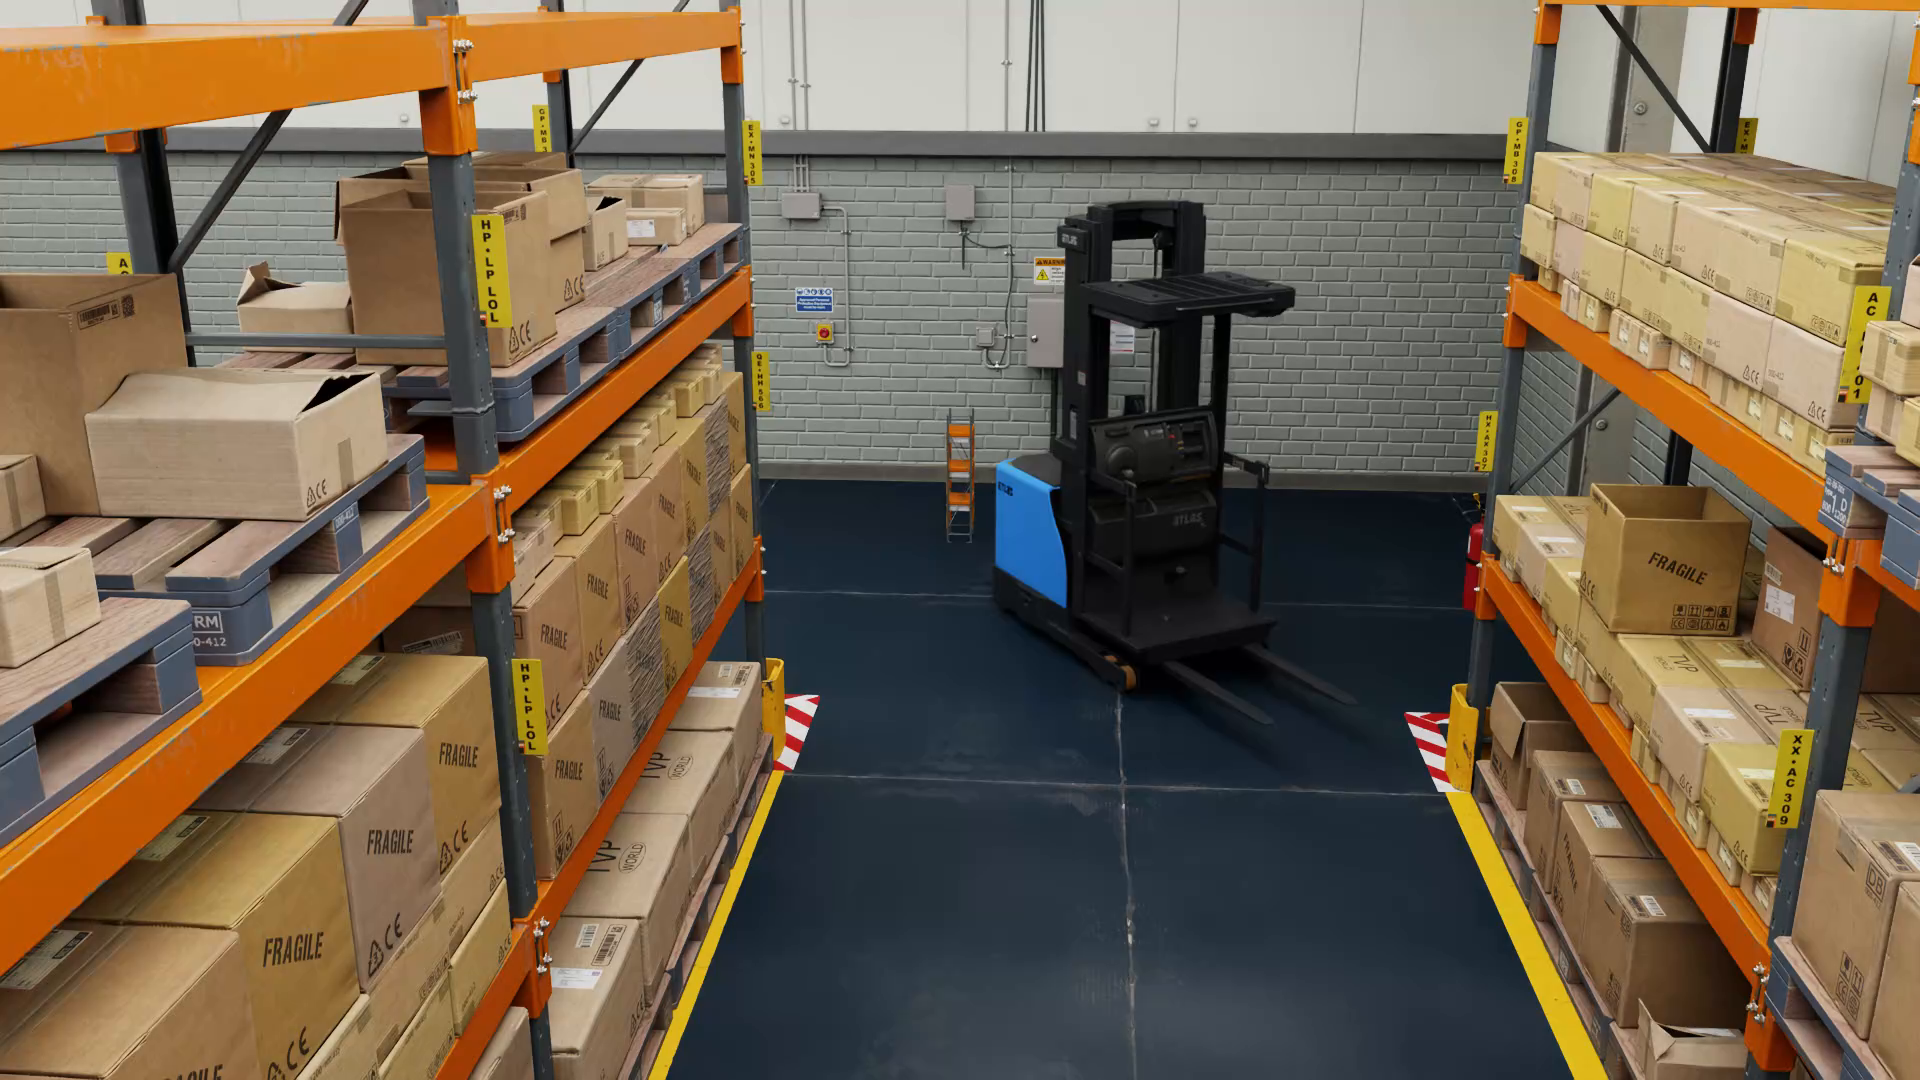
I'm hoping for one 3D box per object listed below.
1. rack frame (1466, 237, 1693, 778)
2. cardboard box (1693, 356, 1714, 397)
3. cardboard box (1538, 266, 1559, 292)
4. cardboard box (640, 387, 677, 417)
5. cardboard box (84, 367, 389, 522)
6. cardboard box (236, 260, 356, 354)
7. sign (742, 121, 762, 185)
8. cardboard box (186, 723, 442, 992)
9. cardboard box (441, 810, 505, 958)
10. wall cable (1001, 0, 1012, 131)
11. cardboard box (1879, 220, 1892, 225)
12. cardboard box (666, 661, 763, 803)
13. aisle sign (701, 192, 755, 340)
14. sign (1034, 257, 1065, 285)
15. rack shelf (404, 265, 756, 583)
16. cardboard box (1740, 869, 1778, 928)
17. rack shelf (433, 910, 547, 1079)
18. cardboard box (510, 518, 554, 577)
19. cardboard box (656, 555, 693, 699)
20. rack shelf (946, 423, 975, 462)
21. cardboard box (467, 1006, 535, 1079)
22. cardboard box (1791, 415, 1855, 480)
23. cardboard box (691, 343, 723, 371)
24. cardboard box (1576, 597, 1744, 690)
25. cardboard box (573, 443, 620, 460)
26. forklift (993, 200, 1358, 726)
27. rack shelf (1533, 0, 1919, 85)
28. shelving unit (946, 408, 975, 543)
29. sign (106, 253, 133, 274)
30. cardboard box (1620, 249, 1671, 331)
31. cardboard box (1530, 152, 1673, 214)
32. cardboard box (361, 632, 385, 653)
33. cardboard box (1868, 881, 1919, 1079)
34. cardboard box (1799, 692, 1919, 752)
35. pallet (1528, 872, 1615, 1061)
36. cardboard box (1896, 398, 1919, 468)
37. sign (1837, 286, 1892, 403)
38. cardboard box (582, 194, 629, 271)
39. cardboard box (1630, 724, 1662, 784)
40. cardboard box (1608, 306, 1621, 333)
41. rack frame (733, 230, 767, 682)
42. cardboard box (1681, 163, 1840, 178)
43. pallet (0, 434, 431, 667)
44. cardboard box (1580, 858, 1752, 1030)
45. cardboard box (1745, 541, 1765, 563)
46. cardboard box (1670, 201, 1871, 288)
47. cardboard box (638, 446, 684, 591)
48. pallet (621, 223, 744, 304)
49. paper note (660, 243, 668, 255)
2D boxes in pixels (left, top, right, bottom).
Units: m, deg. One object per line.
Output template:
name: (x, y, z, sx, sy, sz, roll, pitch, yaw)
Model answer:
rack frame: (3.334, -0.100, 8.911, 1.000, 3.000, 0.127, 1, 18, 4)
cardboard box: (2.897, -0.600, 6.022, 0.380, 0.149, 0.250, 2, 18, 6)
cardboard box: (3.079, -1.312, 8.196, 0.380, 0.149, 0.250, 2, 18, 5)
cardboard box: (-1.521, -0.606, 7.648, 0.380, 0.149, 0.250, 1, 18, 3)
cardboard box: (-1.758, -0.271, 4.086, 0.500, 0.311, 0.500, 1, 18, 4)
cardboard box: (-2.178, -0.781, 5.554, 0.396, 0.266, 0.258, 2, 18, 6)
sign: (-1.077, -2.002, 8.602, 0.100, 0.325, 0.005, 1, 18, 4)
cardboard box: (-1.716, 0.815, 4.351, 0.500, 0.500, 0.500, 2, 18, 5)
cardboard box: (-1.693, 1.009, 4.965, 0.500, 0.250, 0.500, 1, 18, 4)
wall cable: (-0.741, -4.816, 13.668, 2.355, 3.000, 0.029, 1, 18, 4)
cardboard box: (3.388, -0.899, 5.493, 0.500, 0.250, 0.500, 1, 18, 2)
cardboard box: (-1.565, 1.016, 8.946, 0.875, 0.438, 0.875, 1, 18, 2)
aisle sign: (-1.303, -1.460, 8.887, 0.394, 0.787, 0.004, 1, 18, 4)
sign: (0.808, -2.327, 14.381, 0.339, 0.242, 0.001, 1, 18, 4)
rack shelf: (-1.761, -0.672, 6.994, 1.077, 0.370, 4.000, 1, 18, 4)
cardboard box: (2.818, 1.157, 5.478, 0.380, 0.149, 0.250, 2, 18, 5)
rack shelf: (-2.048, 1.996, 3.670, 1.077, 0.370, 4.000, 1, 18, 4)
cardboard box: (-1.621, 0.030, 5.707, 0.380, 0.149, 0.250, 2, 18, 5)
cardboard box: (-1.490, 0.375, 7.301, 0.500, 0.500, 0.500, 2, 18, 6)
rack shelf: (0.004, -0.775, 13.225, 0.215, 0.259, 0.240, 1, 18, 4)
cardboard box: (-1.869, 2.037, 5.126, 0.875, 0.875, 0.875, 2, 18, 6)
cardboard box: (2.778, -0.282, 5.052, 0.380, 0.149, 0.250, 1, 18, 4)
cardboard box: (-1.444, -0.924, 8.619, 0.380, 0.149, 0.250, 2, 18, 5)
cardboard box: (2.948, 0.438, 7.031, 0.500, 0.250, 0.500, 1, 18, 2)
cardboard box: (-1.581, -0.288, 6.677, 0.380, 0.149, 0.250, 1, 18, 4)
forklift: (1.357, -0.593, 10.525, 1.130, 2.935, 3.031, -9, 20, -26)
rack shelf: (3.190, -1.986, 6.193, 1.077, 0.370, 4.000, 1, 18, 4)
shelving unit: (0.004, -0.516, 13.310, 0.215, 1.050, 0.252, 1, 18, 4)
sign: (-2.458, -0.688, 4.930, 0.100, 0.325, 0.005, 1, 18, 4)
cardboard box: (2.950, -0.986, 6.559, 0.500, 0.250, 0.500, 1, 18, 3)
cardboard box: (3.051, -1.701, 7.939, 0.500, 0.250, 0.500, 1, 18, 3)
cardboard box: (-2.146, 0.357, 5.749, 0.500, 0.500, 0.500, 1, 18, 3)
cardboard box: (2.752, 1.201, 4.104, 0.700, 0.500, 0.500, 1, 18, 5)
cardboard box: (3.381, 0.769, 6.023, 0.500, 0.250, 0.500, 1, 18, 3)
pallet: (3.182, 1.874, 7.364, 1.003, 0.211, 1.213, 1, 18, 4)
cardboard box: (2.575, -0.247, 4.111, 0.380, 0.149, 0.250, 1, 18, 5)
sign: (2.505, -0.538, 4.601, 0.100, 0.325, 0.005, 1, 18, 4)
cardboard box: (-1.775, -1.376, 7.296, 0.500, 0.311, 0.500, 2, 18, 5)
cardboard box: (2.845, 0.834, 6.465, 0.380, 0.149, 0.250, 1, 18, 3)
cardboard box: (2.962, -0.916, 6.987, 0.380, 0.149, 0.250, 1, 18, 3)
rack frame: (-1.618, -0.210, 9.245, 1.000, 3.000, 0.127, 1, 18, 4)
cardboard box: (3.542, -1.527, 7.409, 0.500, 0.250, 0.500, 1, 18, 2)
pallet: (-1.921, -0.016, 4.144, 0.805, 0.209, 1.217, 1, 18, 2)
cardboard box: (3.021, 1.663, 6.870, 0.700, 0.500, 0.500, 1, 18, 2)
cardboard box: (3.527, 0.139, 7.945, 0.500, 0.250, 0.500, 1, 18, 4)
cardboard box: (2.915, -1.068, 6.008, 0.500, 0.250, 0.500, 2, 18, 5)
cardboard box: (-1.500, -0.104, 7.158, 0.500, 0.500, 0.500, 1, 18, 4)
pallet: (-1.660, -1.362, 8.088, 1.003, 0.211, 1.213, 1, 18, 4)
paper note: (-1.188, -1.171, 6.681, 0.006, 0.032, 0.123, 1, 18, 4)
